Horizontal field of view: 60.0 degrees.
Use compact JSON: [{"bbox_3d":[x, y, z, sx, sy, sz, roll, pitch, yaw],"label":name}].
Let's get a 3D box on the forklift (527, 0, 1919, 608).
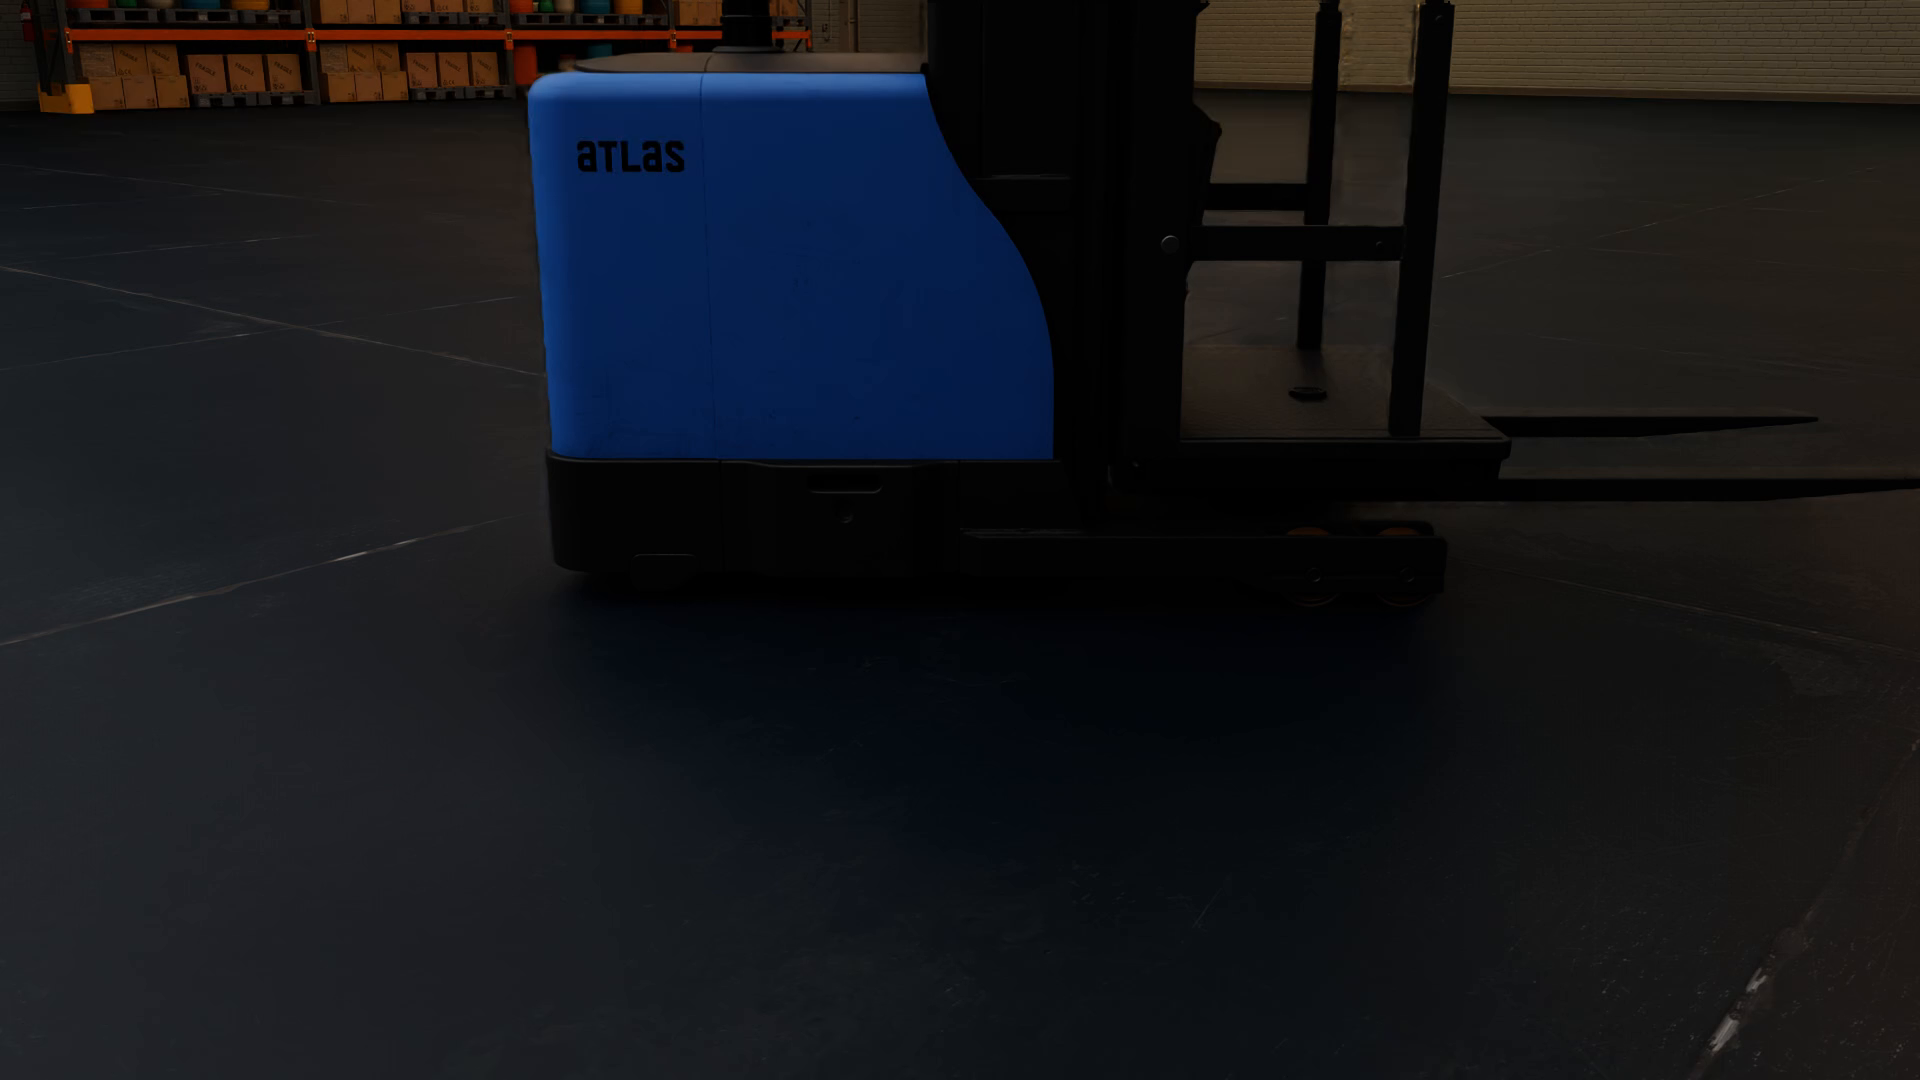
[{"bbox_3d":[0.646,-1.417,3.562,3.031,2.935,1.130,0,17,0],"label":"forklift"}]
